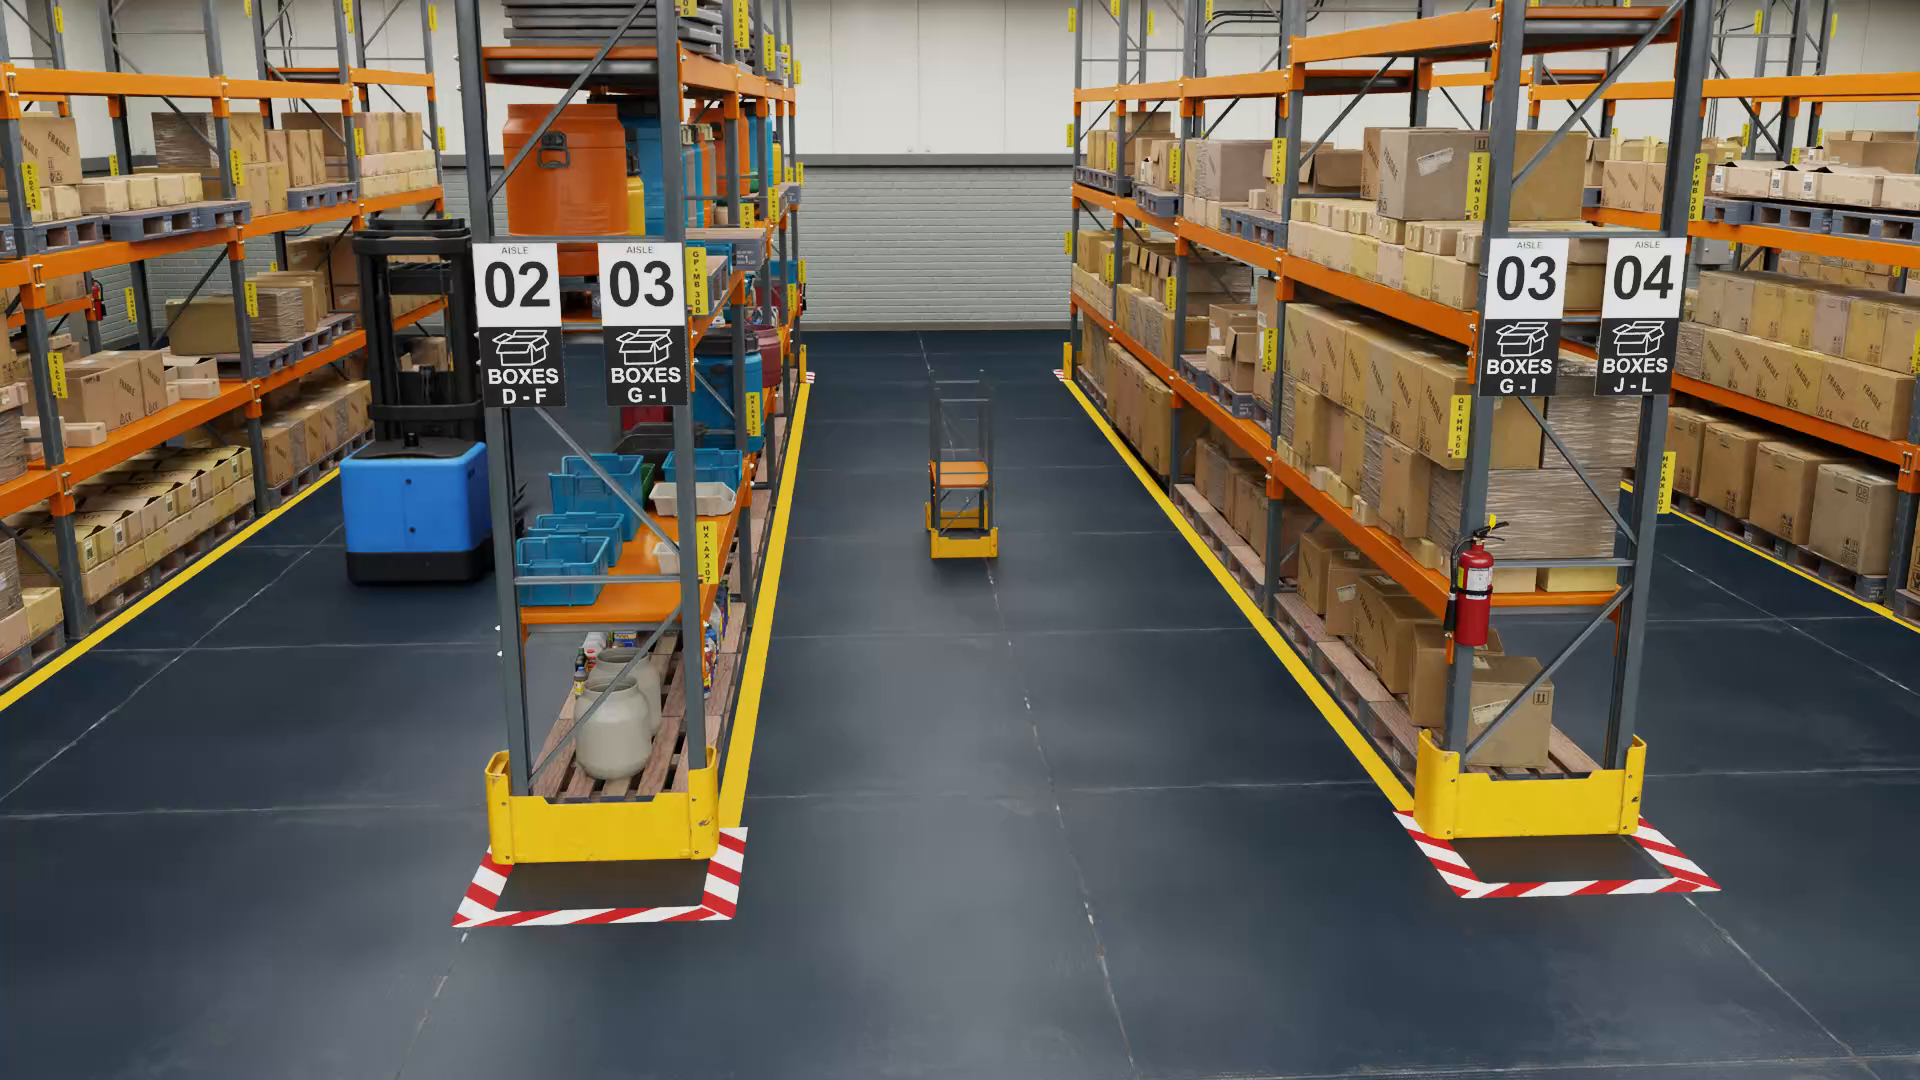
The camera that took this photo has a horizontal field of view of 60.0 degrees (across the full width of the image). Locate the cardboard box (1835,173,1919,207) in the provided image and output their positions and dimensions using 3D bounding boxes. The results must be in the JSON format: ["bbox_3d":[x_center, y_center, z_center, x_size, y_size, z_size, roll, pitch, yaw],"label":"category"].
[{"bbox_3d":[7.528,-2.851,13.550,0.500,0.250,0.500,-1,14,-4],"label":"cardboard box"}]

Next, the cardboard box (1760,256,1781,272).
[{"bbox_3d":[11.817,-3.801,23.803,0.500,0.500,0.500,-1,14,-4],"label":"cardboard box"}]

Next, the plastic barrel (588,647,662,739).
[{"bbox_3d":[-1.977,0.921,9.800,0.421,0.512,0.421,0,14,0],"label":"plastic barrel"}]

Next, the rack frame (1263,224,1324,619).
[{"bbox_3d":[2.867,-0.864,12.590,1.000,3.000,0.127,-1,14,-3],"label":"rack frame"}]

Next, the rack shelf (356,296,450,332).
[{"bbox_3d":[-7.640,-2.851,21.755,1.077,0.370,4.000,-1,14,-3],"label":"rack shelf"}]

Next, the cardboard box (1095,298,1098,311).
[{"bbox_3d":[1.961,-3.059,21.624,0.380,0.149,0.250,-1,14,-2],"label":"cardboard box"}]

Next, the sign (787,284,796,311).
[{"bbox_3d":[-2.023,-2.920,20.022,0.100,0.325,0.005,-1,14,-3],"label":"sign"}]

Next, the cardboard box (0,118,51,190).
[{"bbox_3d":[-7.019,-2.813,12.097,0.500,0.500,0.500,-1,14,-3],"label":"cardboard box"}]

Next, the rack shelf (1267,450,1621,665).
[{"bbox_3d":[2.991,-0.019,10.746,1.077,0.370,4.000,-1,14,-3],"label":"rack shelf"}]

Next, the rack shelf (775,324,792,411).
[{"bbox_3d":[-2.448,-1.932,18.182,1.077,0.370,4.000,-1,14,-3],"label":"rack shelf"}]

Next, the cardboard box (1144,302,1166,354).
[{"bbox_3d":[2.281,-2.280,17.890,0.500,0.500,0.500,-1,14,-5],"label":"cardboard box"}]

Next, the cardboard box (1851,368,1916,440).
[{"bbox_3d":[7.524,-1.090,13.266,0.500,0.500,0.500,-1,14,-4],"label":"cardboard box"}]

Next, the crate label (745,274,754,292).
[{"bbox_3d":[-3.133,-3.654,23.647,0.416,0.233,0.303,-1,14,-3],"label":"crate label"}]

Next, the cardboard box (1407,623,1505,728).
[{"bbox_3d":[3.022,0.834,10.163,0.500,0.500,0.500,3,15,11],"label":"cardboard box"}]

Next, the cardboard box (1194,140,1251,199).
[{"bbox_3d":[2.419,-3.355,15.048,0.500,0.500,0.500,-1,14,-3],"label":"cardboard box"}]

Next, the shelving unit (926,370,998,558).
[{"bbox_3d":[0.005,-0.707,14.989,0.587,1.500,1.083,-1,14,-3],"label":"shelving unit"}]

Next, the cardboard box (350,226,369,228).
[{"bbox_3d":[-7.960,-3.985,22.512,0.500,0.500,0.500,-1,14,-3],"label":"cardboard box"}]

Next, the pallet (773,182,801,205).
[{"bbox_3d":[-2.426,-3.945,18.923,1.213,0.211,1.003,-1,14,-3],"label":"pallet"}]

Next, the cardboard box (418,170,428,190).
[{"bbox_3d":[-7.449,-4.829,22.278,0.500,0.250,0.500,-1,14,-3],"label":"cardboard box"}]

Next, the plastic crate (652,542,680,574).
[{"bbox_3d":[-1.563,0.107,9.343,0.298,0.136,0.250,-1,14,-3],"label":"plastic crate"}]

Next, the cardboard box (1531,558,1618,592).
[{"bbox_3d":[3.335,0.177,9.045,0.380,0.149,0.250,-1,14,-3],"label":"cardboard box"}]

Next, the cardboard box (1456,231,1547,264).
[{"bbox_3d":[2.786,-1.507,8.568,0.380,0.149,0.250,-1,14,-3],"label":"cardboard box"}]

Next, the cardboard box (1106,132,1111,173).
[{"bbox_3d":[2.234,-4.934,21.145,0.700,0.500,0.500,0,14,-1],"label":"cardboard box"}]

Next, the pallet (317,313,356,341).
[{"bbox_3d":[-7.576,-2.409,18.977,1.003,0.211,1.213,-1,14,-3],"label":"pallet"}]

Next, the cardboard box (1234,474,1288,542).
[{"bbox_3d":[2.805,-0.278,14.444,0.700,0.500,0.500,-2,15,-8],"label":"cardboard box"}]

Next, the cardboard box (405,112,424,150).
[{"bbox_3d":[-7.716,-5.555,22.592,0.700,0.500,0.500,-1,14,-3],"label":"cardboard box"}]

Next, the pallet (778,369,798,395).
[{"bbox_3d":[-2.808,-2.216,23.440,1.003,0.211,1.213,-1,14,-3],"label":"pallet"}]

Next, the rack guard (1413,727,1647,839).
[{"bbox_3d":[3.110,1.322,9.108,1.175,0.500,0.348,-1,14,-3],"label":"rack guard"}]

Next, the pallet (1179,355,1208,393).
[{"bbox_3d":[2.770,-1.591,15.798,1.213,0.211,1.003,-1,14,-3],"label":"pallet"}]

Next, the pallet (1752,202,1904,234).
[{"bbox_3d":[7.741,-2.834,14.606,1.003,0.211,1.213,0,14,-1],"label":"pallet"}]

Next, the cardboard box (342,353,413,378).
[{"bbox_3d":[-7.638,-2.173,21.804,0.797,0.503,0.637,-1,14,-3],"label":"cardboard box"}]

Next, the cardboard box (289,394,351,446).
[{"bbox_3d":[-7.147,-1.338,18.566,0.500,0.500,0.500,-1,14,-3],"label":"cardboard box"}]

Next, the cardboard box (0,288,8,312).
[{"bbox_3d":[-12.517,-3.087,20.625,0.980,0.700,0.700,-1,14,-5],"label":"cardboard box"}]

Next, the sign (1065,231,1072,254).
[{"bbox_3d":[1.569,-4.299,24.044,0.100,0.325,0.005,-1,14,-3],"label":"sign"}]

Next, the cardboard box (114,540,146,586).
[{"bbox_3d":[-6.829,0.185,13.188,0.500,0.250,0.500,-1,14,-2],"label":"cardboard box"}]

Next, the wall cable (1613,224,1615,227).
[{"bbox_3d":[11.642,-5.911,30.102,0.585,1.953,0.123,-1,14,-3],"label":"wall cable"}]

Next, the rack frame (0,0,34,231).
[{"bbox_3d":[-7.021,-3.618,11.252,1.000,3.000,0.127,-1,14,-3],"label":"rack frame"}]

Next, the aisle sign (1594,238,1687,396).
[{"bbox_3d":[3.418,-1.118,8.358,0.394,0.787,0.004,-1,14,-3],"label":"aisle sign"}]

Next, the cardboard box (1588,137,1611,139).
[{"bbox_3d":[7.242,-4.514,19.711,0.700,0.500,0.500,-1,14,-3],"label":"cardboard box"}]

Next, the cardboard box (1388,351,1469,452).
[{"bbox_3d":[2.797,-0.804,9.549,0.500,0.500,0.500,-1,14,-3],"label":"cardboard box"}]

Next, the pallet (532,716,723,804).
[{"bbox_3d":[-1.925,1.337,9.630,1.003,0.211,1.213,-1,14,-3],"label":"pallet"}]

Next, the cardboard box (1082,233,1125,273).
[{"bbox_3d":[1.953,-3.907,22.613,0.500,0.500,0.500,-1,14,-5],"label":"cardboard box"}]

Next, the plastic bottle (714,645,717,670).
[{"bbox_3d":[-1.664,0.759,11.015,0.097,0.201,0.097,0,14,0],"label":"plastic bottle"}]

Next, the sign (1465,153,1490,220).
[{"bbox_3d":[2.560,-1.748,8.225,0.100,0.325,0.005,-1,14,-3],"label":"sign"}]

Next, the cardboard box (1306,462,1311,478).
[{"bbox_3d":[2.651,-0.498,11.672,0.380,0.149,0.250,-1,14,-3],"label":"cardboard box"}]

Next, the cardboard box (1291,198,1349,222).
[{"bbox_3d":[2.579,-2.352,11.852,0.380,0.149,0.250,-1,14,-5],"label":"cardboard box"}]

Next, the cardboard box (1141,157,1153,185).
[{"bbox_3d":[2.349,-4.193,18.842,0.500,0.311,0.500,-1,14,-5],"label":"cardboard box"}]

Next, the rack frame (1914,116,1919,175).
[{"bbox_3d":[12.262,-5.912,20.170,1.000,3.000,0.127,-1,14,-3],"label":"rack frame"}]

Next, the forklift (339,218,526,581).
[{"bbox_3d":[-4.598,-1.393,14.780,1.130,2.935,3.031,-1,14,-3],"label":"forklift"}]

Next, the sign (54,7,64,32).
[{"bbox_3d":[-12.166,-7.020,22.442,0.100,0.325,0.005,-1,14,-3],"label":"sign"}]

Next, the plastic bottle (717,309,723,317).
[{"bbox_3d":[-2.871,-2.651,19.633,0.144,0.351,0.185,-1,14,-3],"label":"plastic bottle"}]

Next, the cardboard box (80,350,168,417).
[{"bbox_3d":[-7.148,-1.339,14.232,0.500,0.500,0.500,-2,15,-6],"label":"cardboard box"}]

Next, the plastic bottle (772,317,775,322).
[{"bbox_3d":[-2.171,-2.408,18.839,0.152,0.276,0.135,-1,14,-3],"label":"plastic bottle"}]

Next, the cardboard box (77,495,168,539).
[{"bbox_3d":[-6.857,-0.216,13.618,0.500,0.311,0.500,-1,14,-5],"label":"cardboard box"}]

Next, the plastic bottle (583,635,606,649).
[{"bbox_3d":[-2.377,0.765,10.839,0.152,0.276,0.135,-1,14,-5],"label":"plastic bottle"}]
